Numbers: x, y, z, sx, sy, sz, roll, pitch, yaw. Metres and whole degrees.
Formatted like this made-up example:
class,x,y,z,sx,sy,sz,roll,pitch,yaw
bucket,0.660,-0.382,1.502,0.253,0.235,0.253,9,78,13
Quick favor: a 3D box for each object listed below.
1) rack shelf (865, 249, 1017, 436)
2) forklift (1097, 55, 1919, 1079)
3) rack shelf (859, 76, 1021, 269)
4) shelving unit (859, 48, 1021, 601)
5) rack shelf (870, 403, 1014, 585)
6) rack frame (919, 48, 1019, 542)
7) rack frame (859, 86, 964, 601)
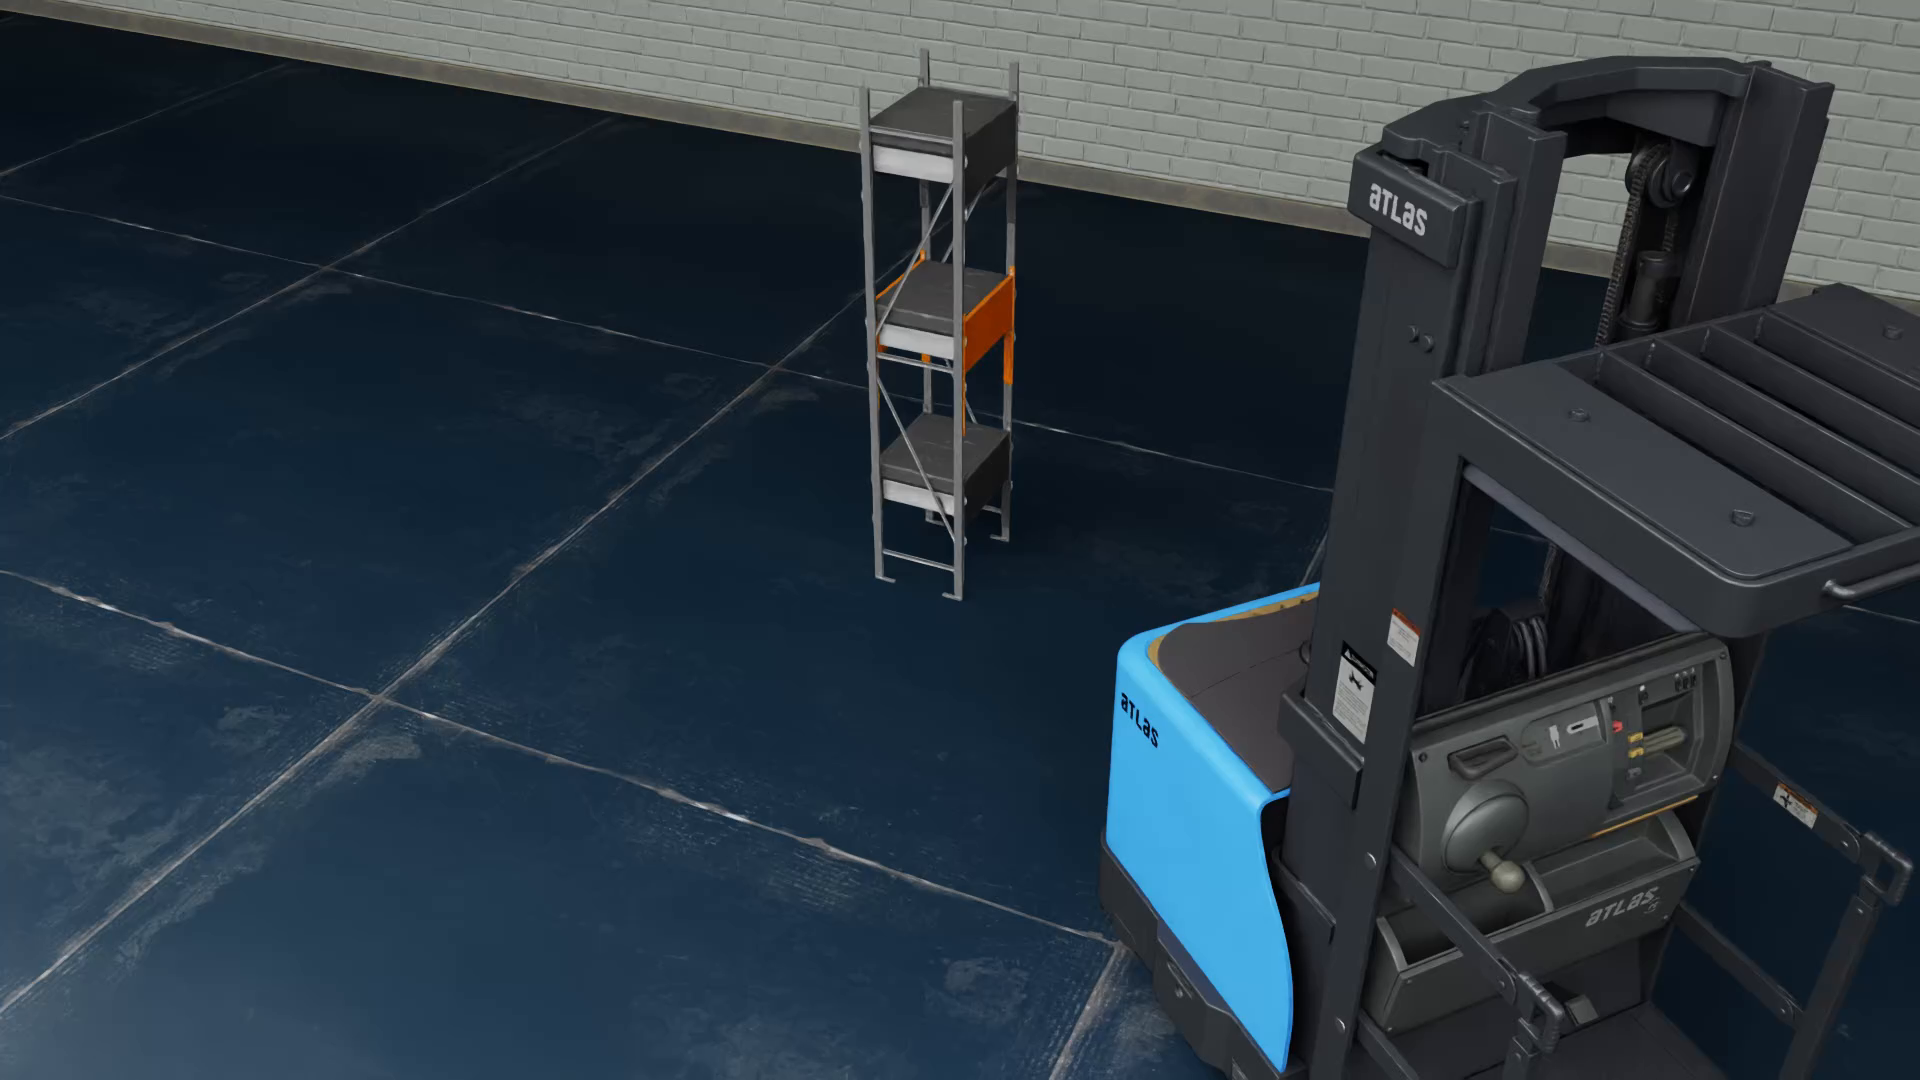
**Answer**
class,x,y,z,sx,sy,sz,roll,pitch,yaw
rack shelf,-0.069,-0.784,6.556,0.431,0.518,0.480,14,36,20
forklift,1.518,0.583,3.688,1.130,2.935,3.031,-14,36,-20
rack shelf,-0.069,-1.370,6.172,0.431,0.518,0.480,14,36,20
shelving unit,-0.069,-0.796,6.549,0.431,2.100,0.503,14,36,20
rack shelf,-0.069,-0.199,6.940,0.431,0.518,0.480,14,36,20
rack frame,0.033,-0.917,6.734,0.400,2.100,0.015,14,36,20
rack frame,-0.171,-0.674,6.363,0.400,2.100,0.015,14,36,20
